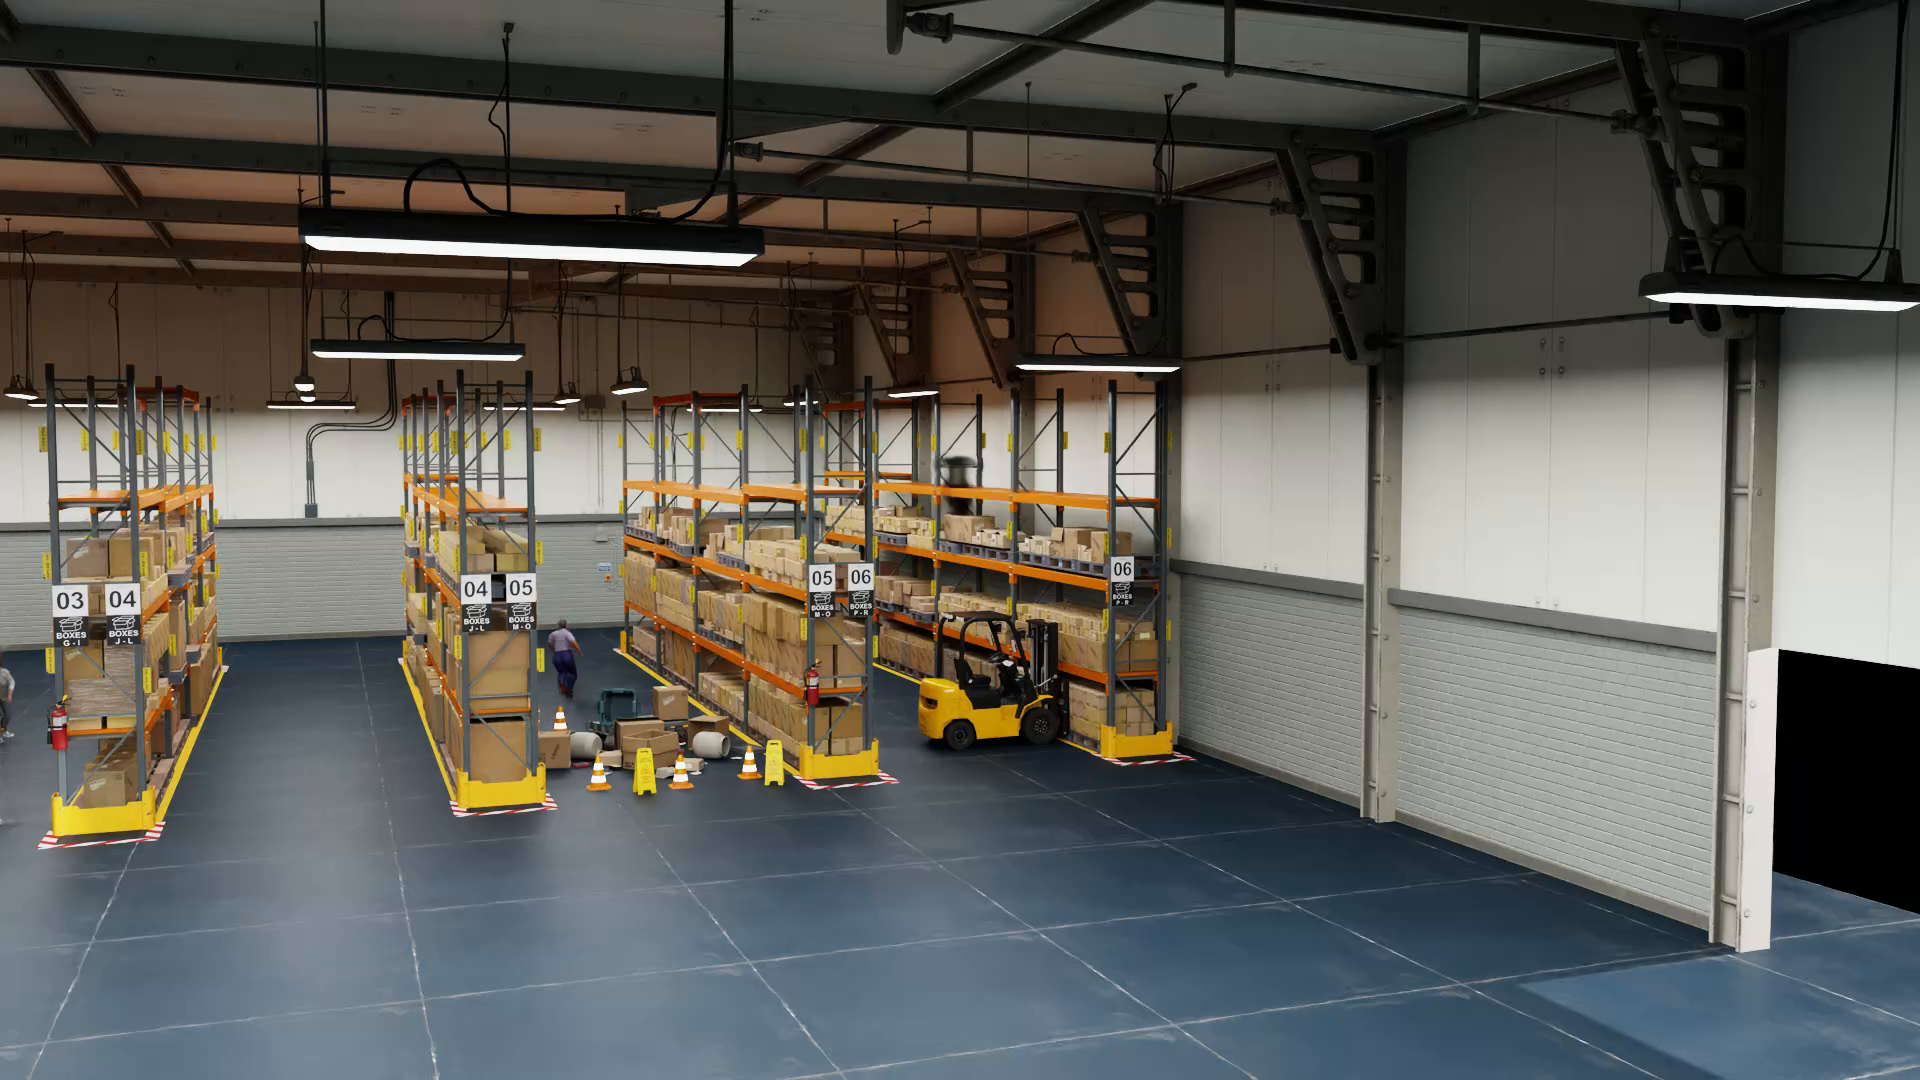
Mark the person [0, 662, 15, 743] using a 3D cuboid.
[{"bbox_3d":[-16.010,2.683,27.685,0.556,1.403,0.808,-3,5,-43],"label":"person"}]

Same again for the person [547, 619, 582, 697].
[{"bbox_3d":[-7.811,2.338,32.733,0.686,1.559,0.526,0,3,5],"label":"person"}]
